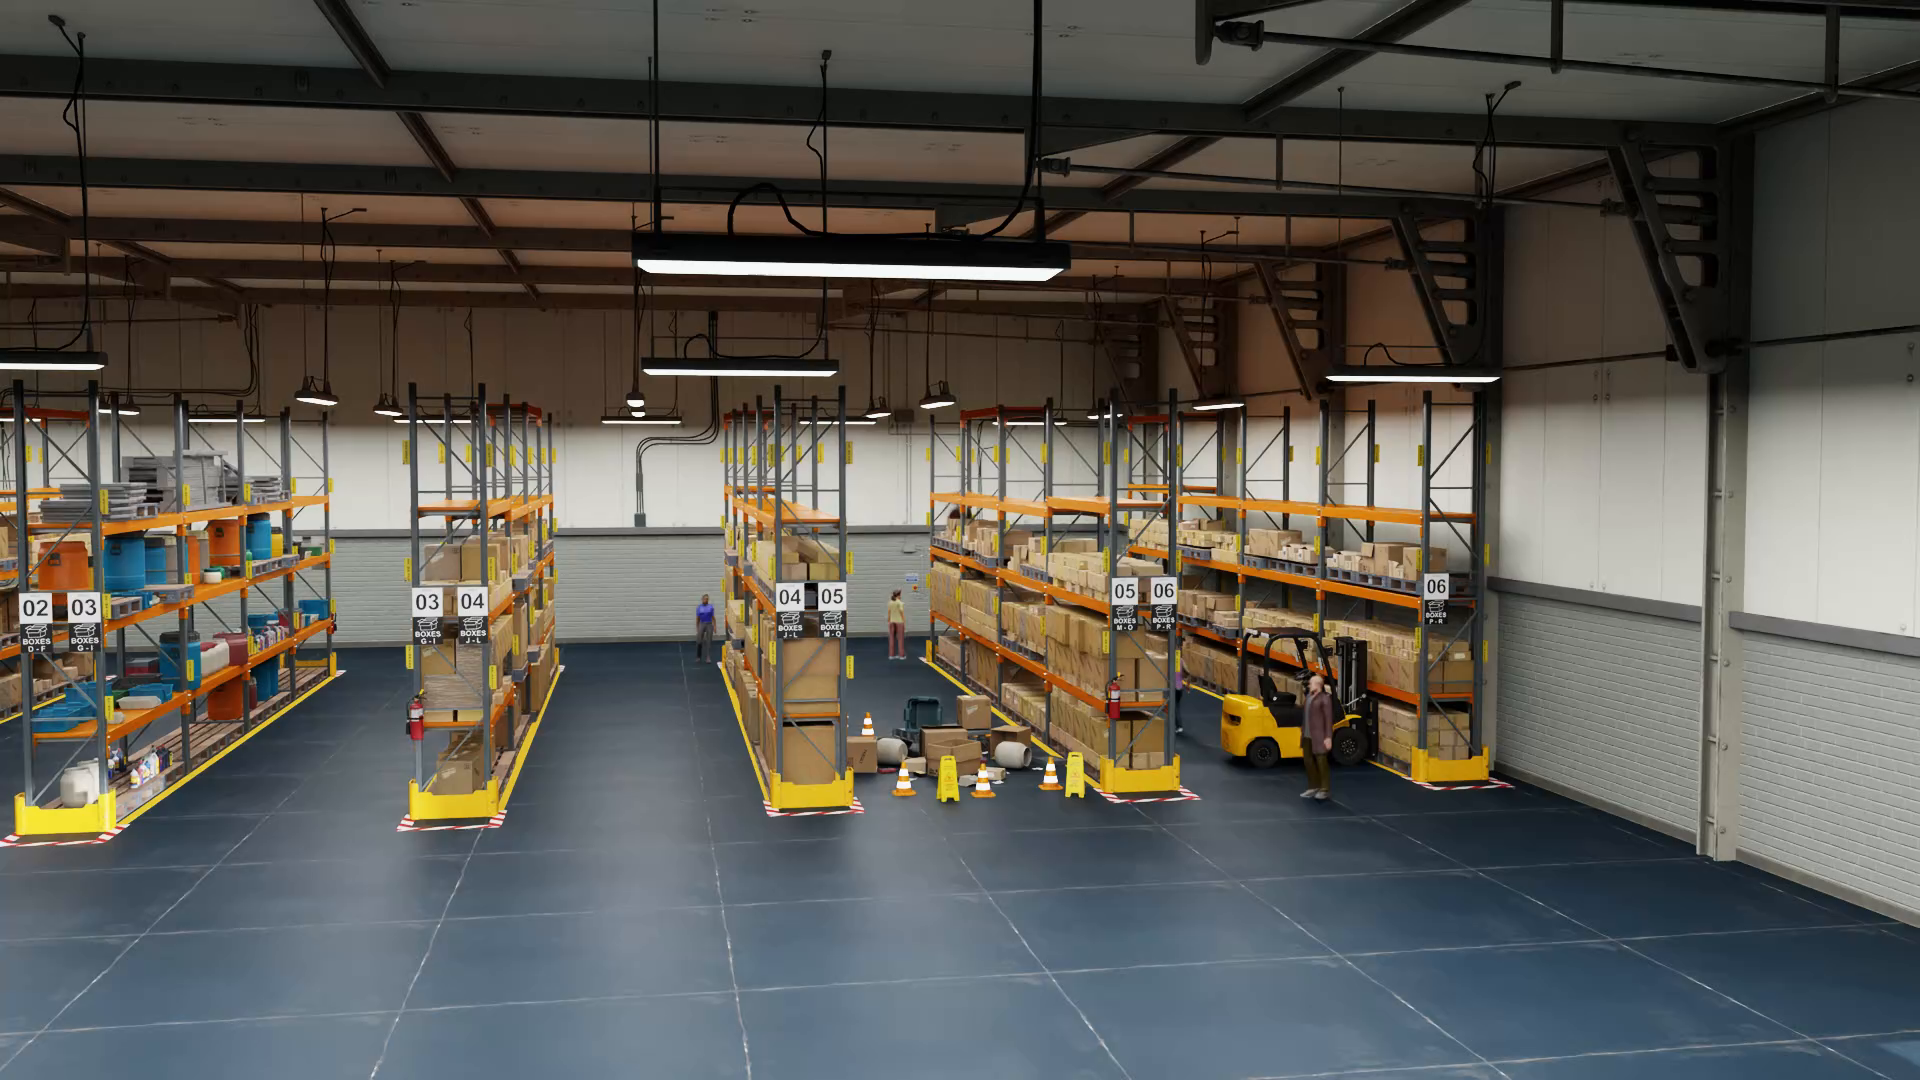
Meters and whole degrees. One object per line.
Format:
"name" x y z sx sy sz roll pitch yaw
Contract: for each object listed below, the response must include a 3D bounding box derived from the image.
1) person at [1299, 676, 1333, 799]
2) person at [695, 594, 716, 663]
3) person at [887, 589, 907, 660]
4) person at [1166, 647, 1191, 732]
"person" 5.208 2.888 24.284 0.399 1.824 0.678 -2 3 -28
"person" -6.165 2.146 40.259 0.525 1.675 0.378 -1 3 -11
"person" -1.475 1.999 39.475 0.495 1.674 0.419 2 3 29
"person" 3.895 2.703 30.180 0.511 1.580 0.890 -1 3 -11
